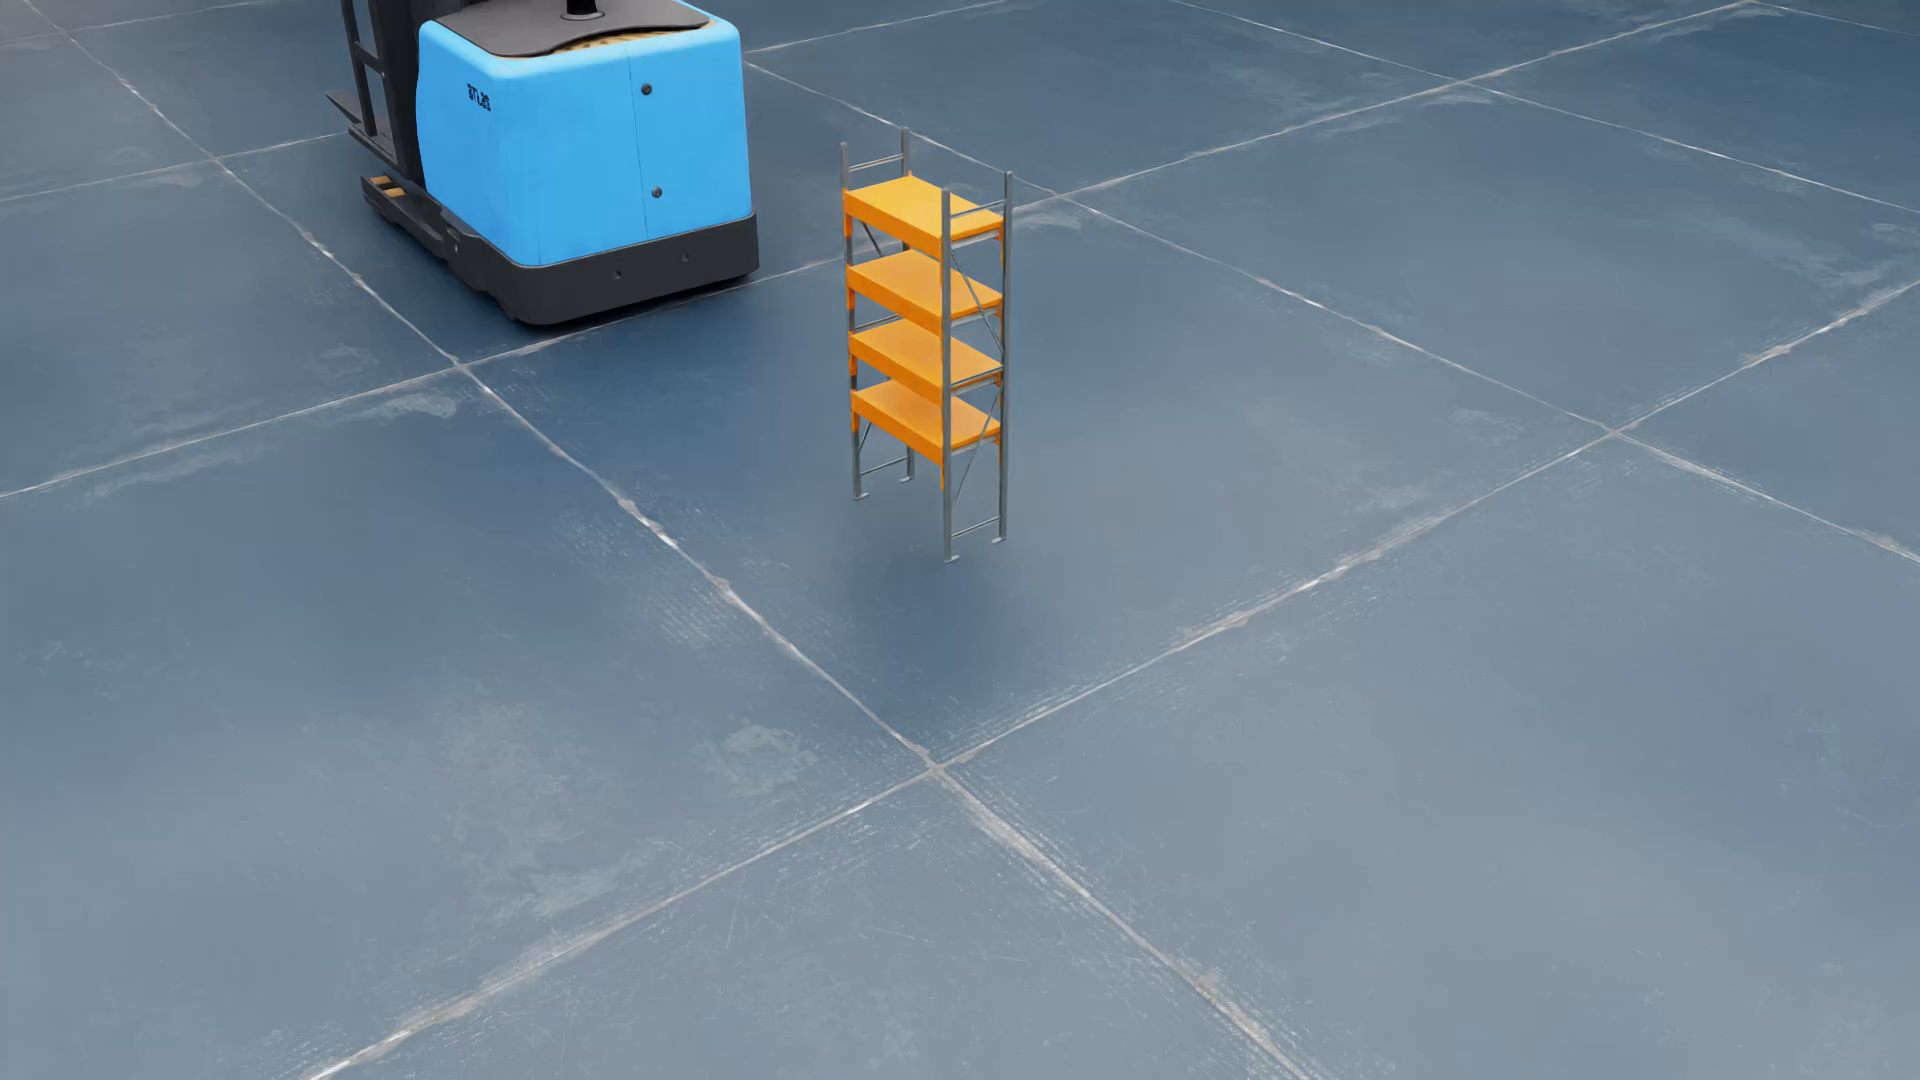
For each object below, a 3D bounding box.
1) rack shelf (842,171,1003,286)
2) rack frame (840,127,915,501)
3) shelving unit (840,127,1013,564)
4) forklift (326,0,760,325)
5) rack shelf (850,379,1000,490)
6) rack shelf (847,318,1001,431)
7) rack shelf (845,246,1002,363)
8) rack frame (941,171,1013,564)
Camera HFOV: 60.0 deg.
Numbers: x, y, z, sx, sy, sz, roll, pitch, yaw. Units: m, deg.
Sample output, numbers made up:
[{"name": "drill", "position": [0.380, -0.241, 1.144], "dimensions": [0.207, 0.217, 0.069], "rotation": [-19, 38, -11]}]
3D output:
[{"name": "rack shelf", "position": [-0.102, -0.912, 4.837], "dimensions": [0.258, 0.148, 0.480], "rotation": [-22, 38, -31]}, {"name": "rack frame", "position": [-0.251, -0.680, 5.208], "dimensions": [0.240, 1.200, 0.015], "rotation": [-22, 38, -31]}, {"name": "shelving unit", "position": [-0.102, -0.579, 5.045], "dimensions": [0.258, 1.200, 0.503], "rotation": [-22, 38, -31]}, {"name": "forklift", "position": [-2.101, -2.807, 6.992], "dimensions": [1.130, 2.935, 3.031], "rotation": [-21, 37, -29]}, {"name": "rack shelf", "position": [-0.102, -0.353, 5.185], "dimensions": [0.258, 0.148, 0.480], "rotation": [-22, 38, -31]}, {"name": "rack shelf", "position": [-0.102, -0.522, 5.080], "dimensions": [0.258, 0.148, 0.480], "rotation": [-22, 38, -31]}, {"name": "rack shelf", "position": [-0.102, -0.712, 4.962], "dimensions": [0.258, 0.148, 0.480], "rotation": [-22, 38, -31]}, {"name": "rack frame", "position": [0.048, -0.477, 4.881], "dimensions": [0.240, 1.200, 0.015], "rotation": [-22, 38, -31]}]
